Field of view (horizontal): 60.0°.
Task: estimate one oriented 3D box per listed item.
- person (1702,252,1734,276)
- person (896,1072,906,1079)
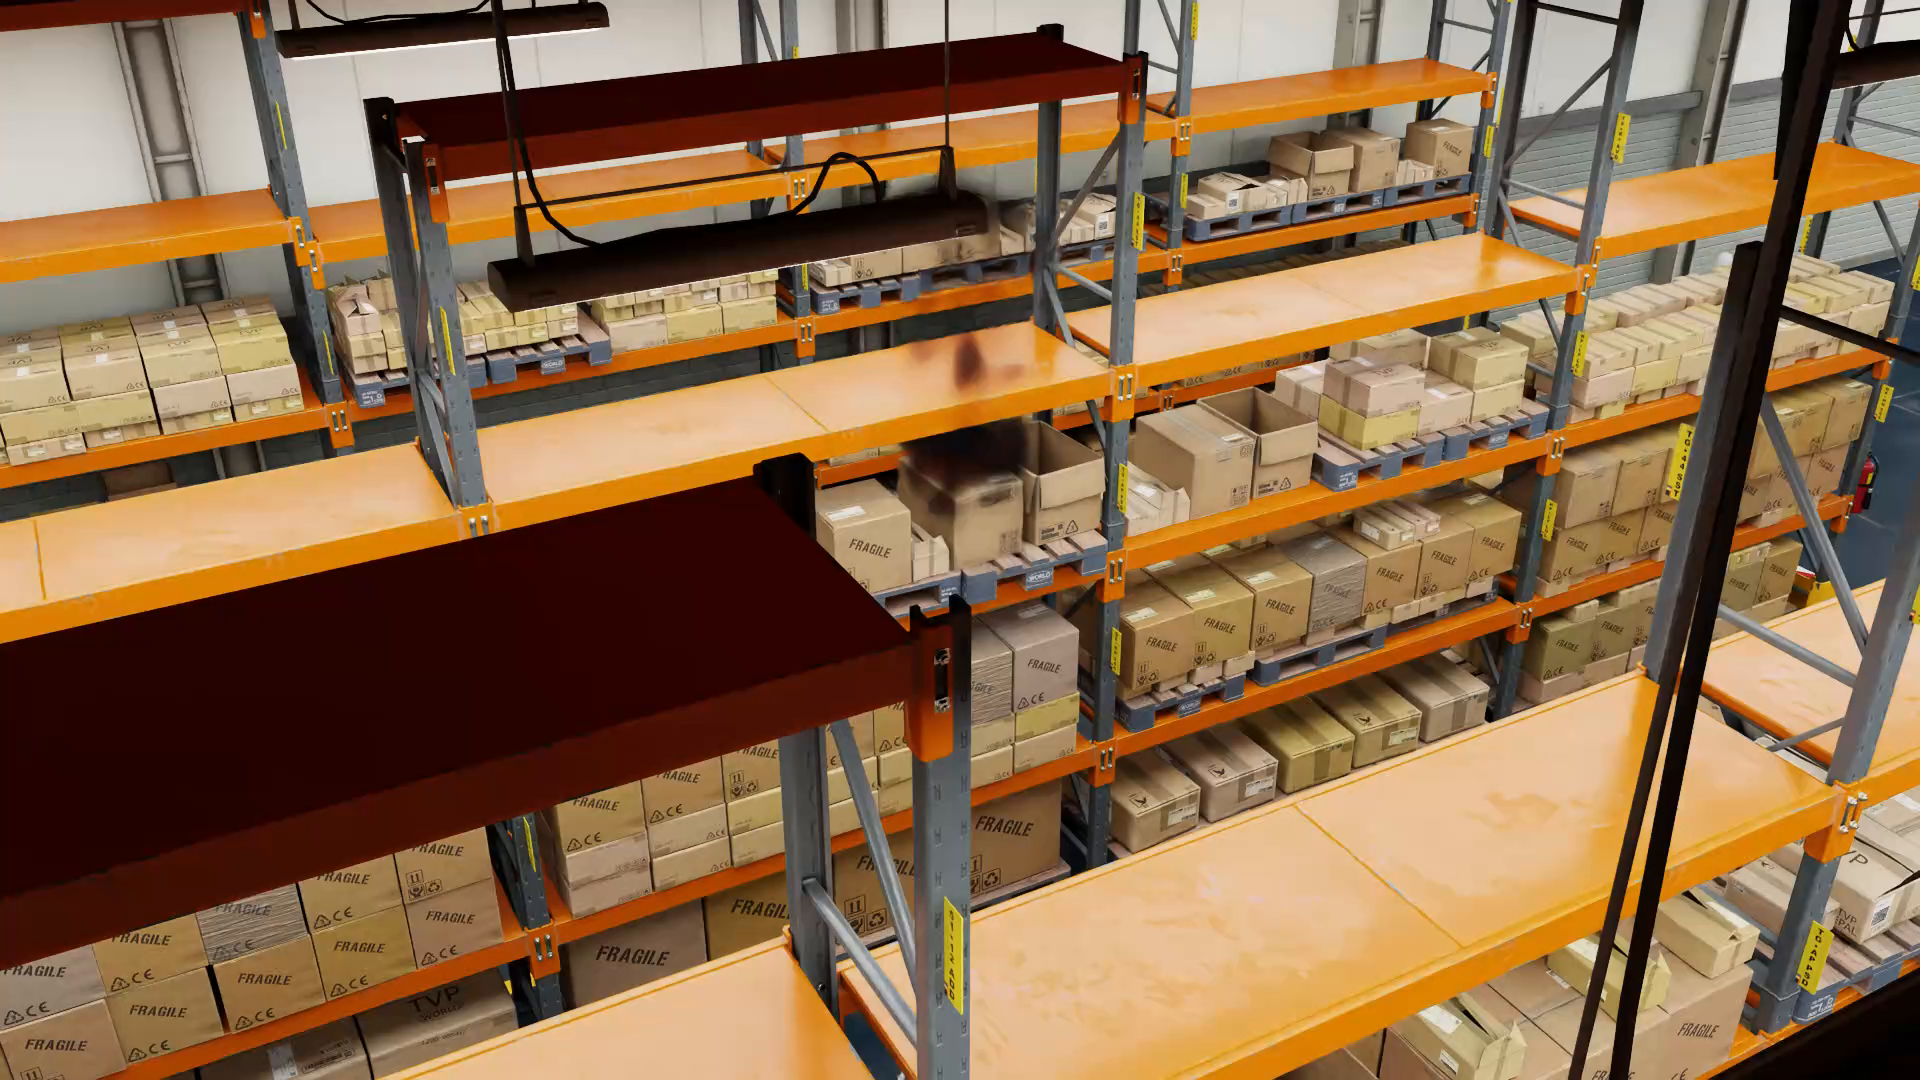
[{"bbox_3d":[9.119,-2.639,20.089,0.575,1.743,0.633,-19,34,-32],"label":"person"},{"bbox_3d":[-0.089,3.111,9.364,0.549,1.650,0.601,-18,33,-30],"label":"person"}]
